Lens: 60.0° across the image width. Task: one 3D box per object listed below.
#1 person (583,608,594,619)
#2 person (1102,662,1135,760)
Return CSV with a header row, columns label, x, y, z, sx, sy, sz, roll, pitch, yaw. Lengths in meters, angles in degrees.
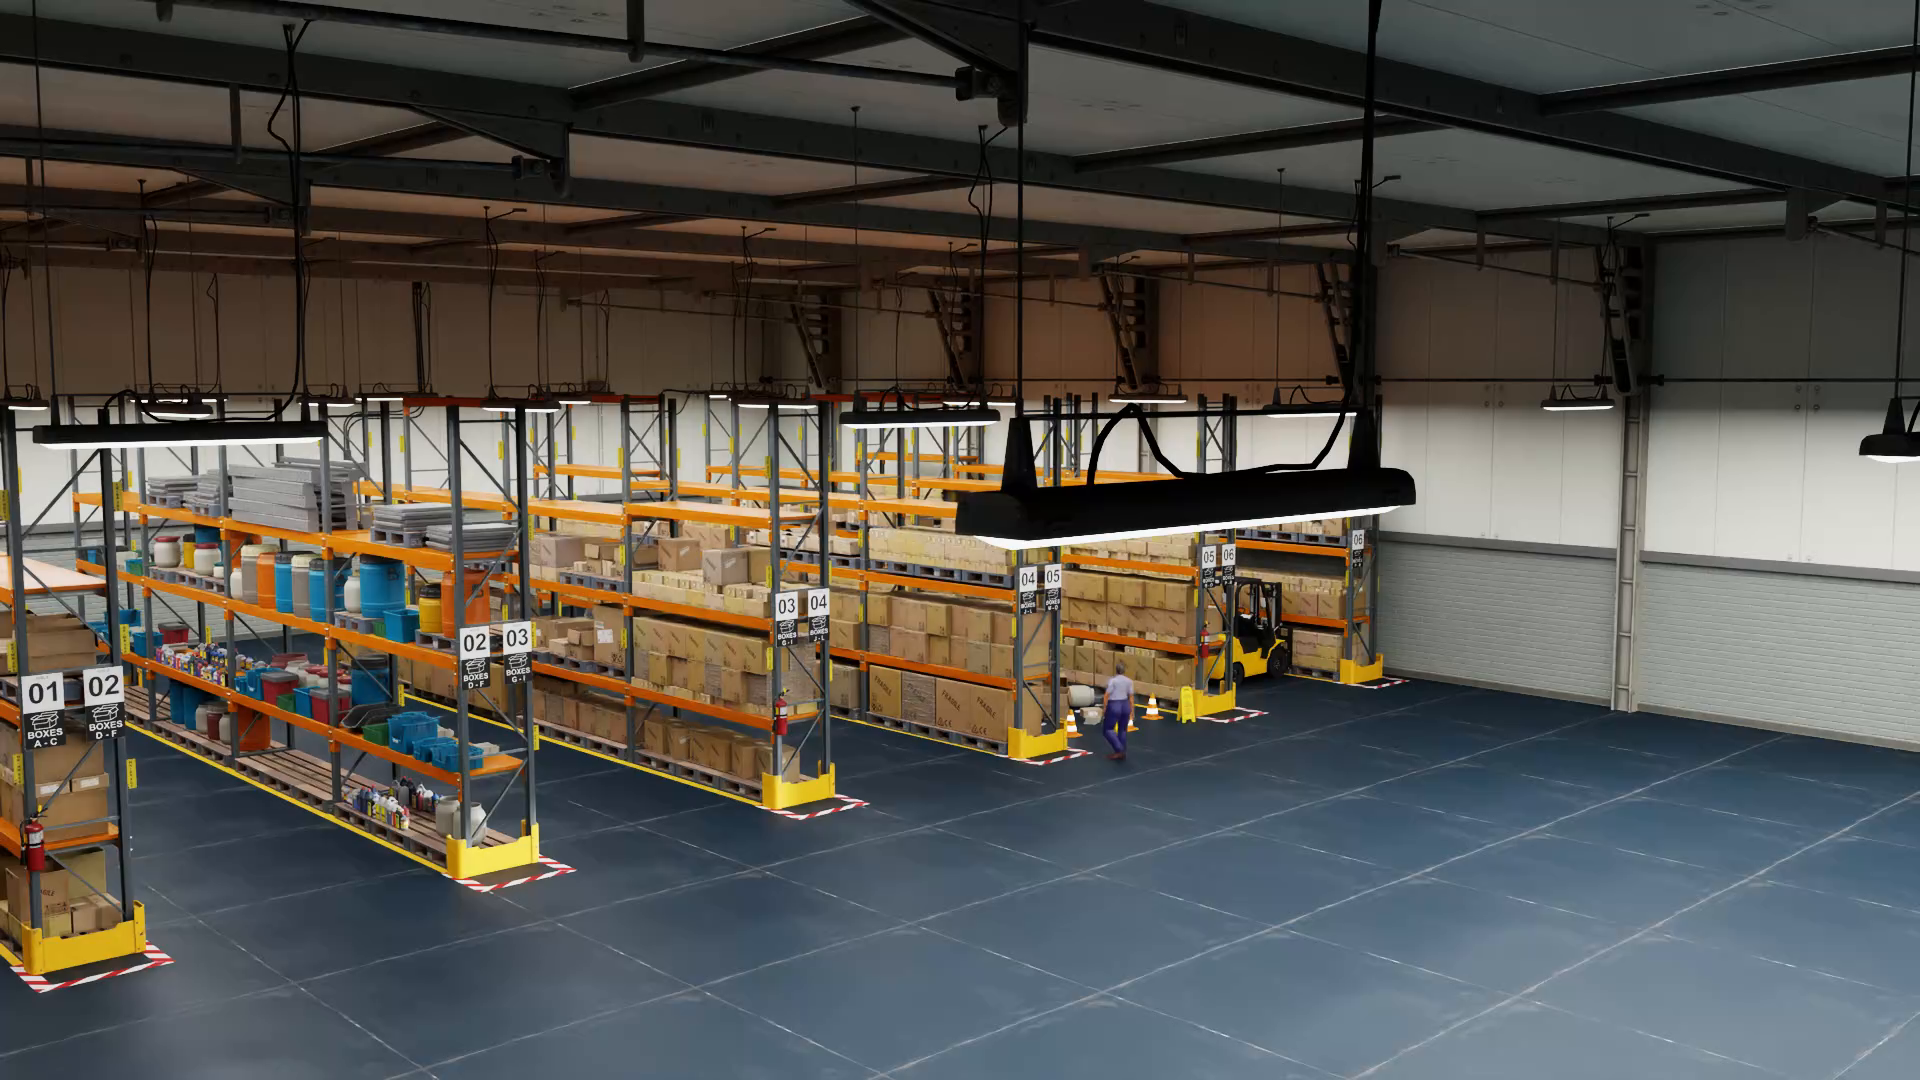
label,x,y,z,sx,sy,sz,roll,pitch,yaw
person,-9.282,1.501,41.726,0.451,1.612,0.479,-1,6,-10
person,2.645,2.849,27.621,0.527,1.645,0.421,-3,6,-32
